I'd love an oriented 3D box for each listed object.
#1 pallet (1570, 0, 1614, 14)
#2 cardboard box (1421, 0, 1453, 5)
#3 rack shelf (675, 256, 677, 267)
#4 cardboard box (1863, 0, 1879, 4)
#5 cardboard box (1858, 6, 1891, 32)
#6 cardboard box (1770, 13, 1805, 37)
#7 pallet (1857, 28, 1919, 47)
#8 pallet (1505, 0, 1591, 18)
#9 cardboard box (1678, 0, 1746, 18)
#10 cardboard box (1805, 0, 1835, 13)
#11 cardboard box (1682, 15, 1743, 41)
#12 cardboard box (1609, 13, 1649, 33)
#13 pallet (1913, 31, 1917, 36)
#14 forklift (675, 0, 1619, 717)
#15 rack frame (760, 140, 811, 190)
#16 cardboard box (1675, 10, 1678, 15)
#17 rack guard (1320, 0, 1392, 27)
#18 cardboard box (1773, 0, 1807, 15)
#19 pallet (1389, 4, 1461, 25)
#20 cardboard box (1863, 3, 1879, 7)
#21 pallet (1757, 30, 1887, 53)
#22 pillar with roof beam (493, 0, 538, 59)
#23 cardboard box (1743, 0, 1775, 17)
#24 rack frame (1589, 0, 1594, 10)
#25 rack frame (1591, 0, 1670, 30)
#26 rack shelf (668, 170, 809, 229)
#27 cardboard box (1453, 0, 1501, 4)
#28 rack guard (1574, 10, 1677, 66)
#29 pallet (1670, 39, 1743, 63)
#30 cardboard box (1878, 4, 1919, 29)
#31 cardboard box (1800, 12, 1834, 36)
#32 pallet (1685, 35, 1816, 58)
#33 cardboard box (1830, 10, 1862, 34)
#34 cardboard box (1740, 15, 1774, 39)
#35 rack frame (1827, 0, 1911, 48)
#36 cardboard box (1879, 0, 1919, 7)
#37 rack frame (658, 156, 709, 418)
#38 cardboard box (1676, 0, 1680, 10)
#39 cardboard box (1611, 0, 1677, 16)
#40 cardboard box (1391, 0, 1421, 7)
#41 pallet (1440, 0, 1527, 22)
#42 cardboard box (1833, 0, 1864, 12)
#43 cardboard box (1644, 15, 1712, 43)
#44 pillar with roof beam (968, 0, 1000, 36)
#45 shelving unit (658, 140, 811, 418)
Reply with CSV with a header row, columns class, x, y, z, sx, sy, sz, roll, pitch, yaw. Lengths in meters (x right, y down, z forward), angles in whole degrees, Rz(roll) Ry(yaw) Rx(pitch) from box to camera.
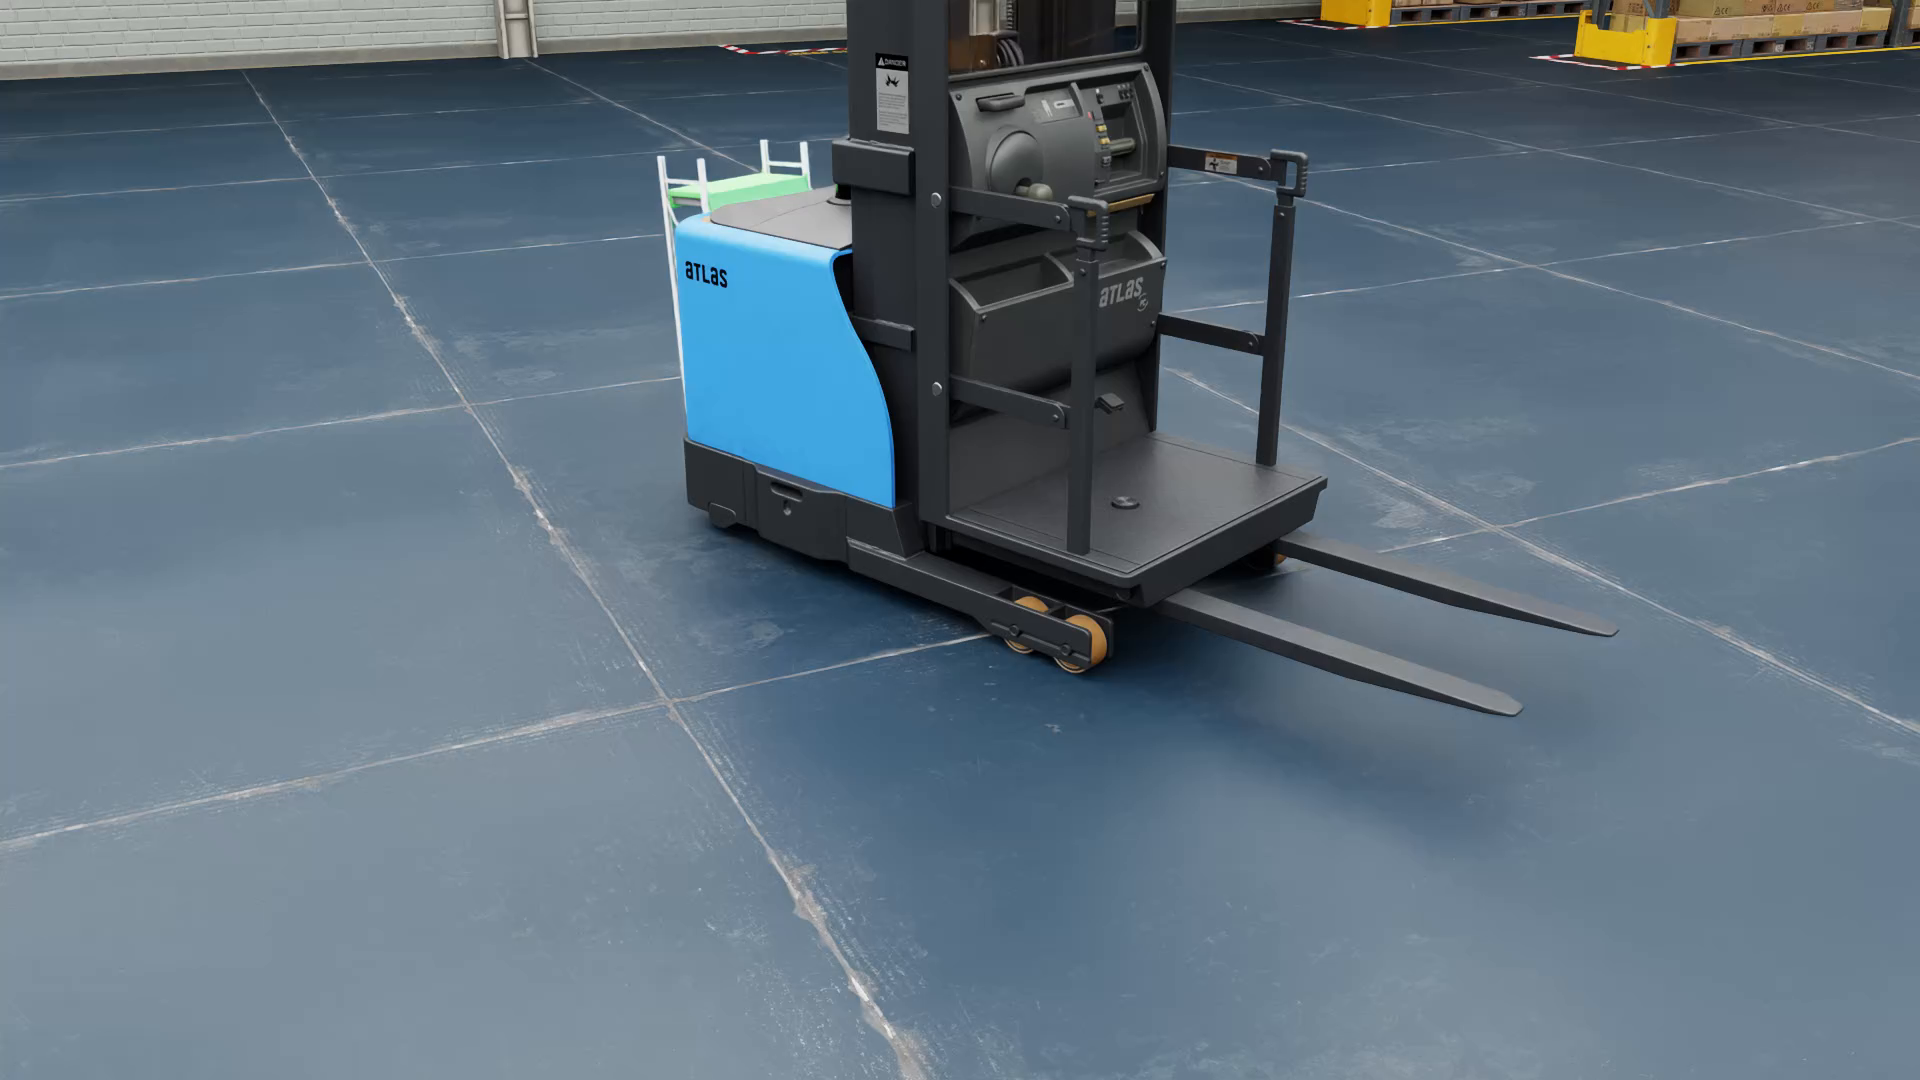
class,x,y,z,sx,sy,sz,roll,pitch,yaw
pallet,9.729,-8.088,25.014,1.213,0.211,1.003,-10,25,-24
cardboard box,6.600,-7.723,23.425,0.500,0.311,0.500,-8,24,-19
rack shelf,-0.796,-1.011,6.142,0.258,0.148,0.480,14,26,40
cardboard box,11.421,-6.889,20.784,0.500,0.311,0.500,-10,25,-24
cardboard box,10.857,-6.312,20.122,0.500,0.250,0.500,-10,25,-24
cardboard box,9.508,-6.061,19.516,0.500,0.250,0.500,-10,25,-24
pallet,11.827,-6.388,20.905,1.213,0.211,1.003,-10,25,-24
pallet,8.439,-7.835,24.402,1.213,0.211,1.003,-10,25,-24
cardboard box,8.605,-6.243,18.975,0.500,0.500,0.500,-10,25,-24
cardboard box,9.953,-6.495,19.585,0.500,0.500,0.500,-10,25,-24
cardboard box,8.605,-5.897,19.120,0.500,0.250,0.500,-10,25,-24
cardboard box,7.931,-5.991,19.348,0.500,0.250,0.500,-10,25,-24
pallet,12.928,-6.592,21.398,1.213,0.211,1.003,-10,25,-24
forklift,0.467,-1.195,4.804,3.031,2.935,1.130,19,29,38
rack frame,-0.624,-0.915,6.370,0.240,1.200,0.015,14,26,40
cardboard box,8.376,-6.078,19.558,0.500,0.250,0.500,-10,25,-24
rack guard,5.493,-7.441,23.073,0.348,0.500,1.175,-10,25,-24
cardboard box,9.508,-6.407,19.372,0.500,0.500,0.500,-10,25,-24
pallet,6.240,-7.430,23.424,1.213,0.211,1.003,-10,25,-24
cardboard box,11.428,-6.633,20.897,0.500,0.250,0.500,-11,25,-24
pallet,10.445,-6.135,20.294,1.213,0.211,1.003,-10,25,-24
pillar with roof beam,-3.266,-8.295,14.025,0.400,9.000,9.100,-10,25,-24
cardboard box,9.050,-6.330,19.186,0.500,0.500,0.500,-10,25,-24
rack frame,9.028,-9.247,24.167,0.127,3.000,1.000,-10,25,-24
rack frame,7.576,-6.877,18.441,0.127,3.000,1.000,-10,25,-24
rack shelf,-0.808,-1.236,6.061,0.258,0.148,0.480,14,26,40
cardboard box,7.283,-7.915,23.641,0.500,0.500,0.700,-12,25,-27
rack guard,7.554,-5.718,18.910,0.348,0.500,1.175,-10,25,-24
pallet,8.247,-5.730,19.316,1.213,0.211,1.003,-10,25,-24
cardboard box,11.651,-6.446,20.445,0.500,0.250,0.500,-11,25,-25
cardboard box,9.958,-6.144,19.717,0.500,0.250,0.500,-10,25,-24
pallet,9.345,-5.931,19.801,1.213,0.211,1.003,-10,25,-24
cardboard box,10.402,-6.232,19.930,0.500,0.250,0.500,-10,25,-24
cardboard box,9.055,-5.980,19.320,0.500,0.250,0.500,-10,25,-24
rack frame,11.180,-7.540,20.044,0.127,3.000,1.000,-10,25,-24
cardboard box,11.661,-6.706,20.341,0.500,0.311,0.500,-10,25,-23
rack frame,-0.949,-0.776,6.033,0.240,1.200,0.015,14,26,40
cardboard box,8.825,-6.509,19.619,0.500,0.500,0.500,-10,25,-24
cardboard box,7.930,-6.338,19.206,0.500,0.500,0.500,-10,25,-24
cardboard box,6.087,-7.628,23.197,0.500,0.311,0.500,-14,26,-30
pallet,7.338,-7.631,23.909,1.213,0.211,1.003,-10,25,-24
cardboard box,10.401,-6.579,19.788,0.500,0.500,0.500,-10,25,-24
cardboard box,8.156,-5.813,18.917,0.500,0.250,0.500,-10,25,-24
pillar with roof beam,2.140,-9.291,16.429,0.400,9.000,9.100,-10,25,-24
shelving unit,-0.787,-0.845,6.202,0.258,1.200,0.503,14,26,40
